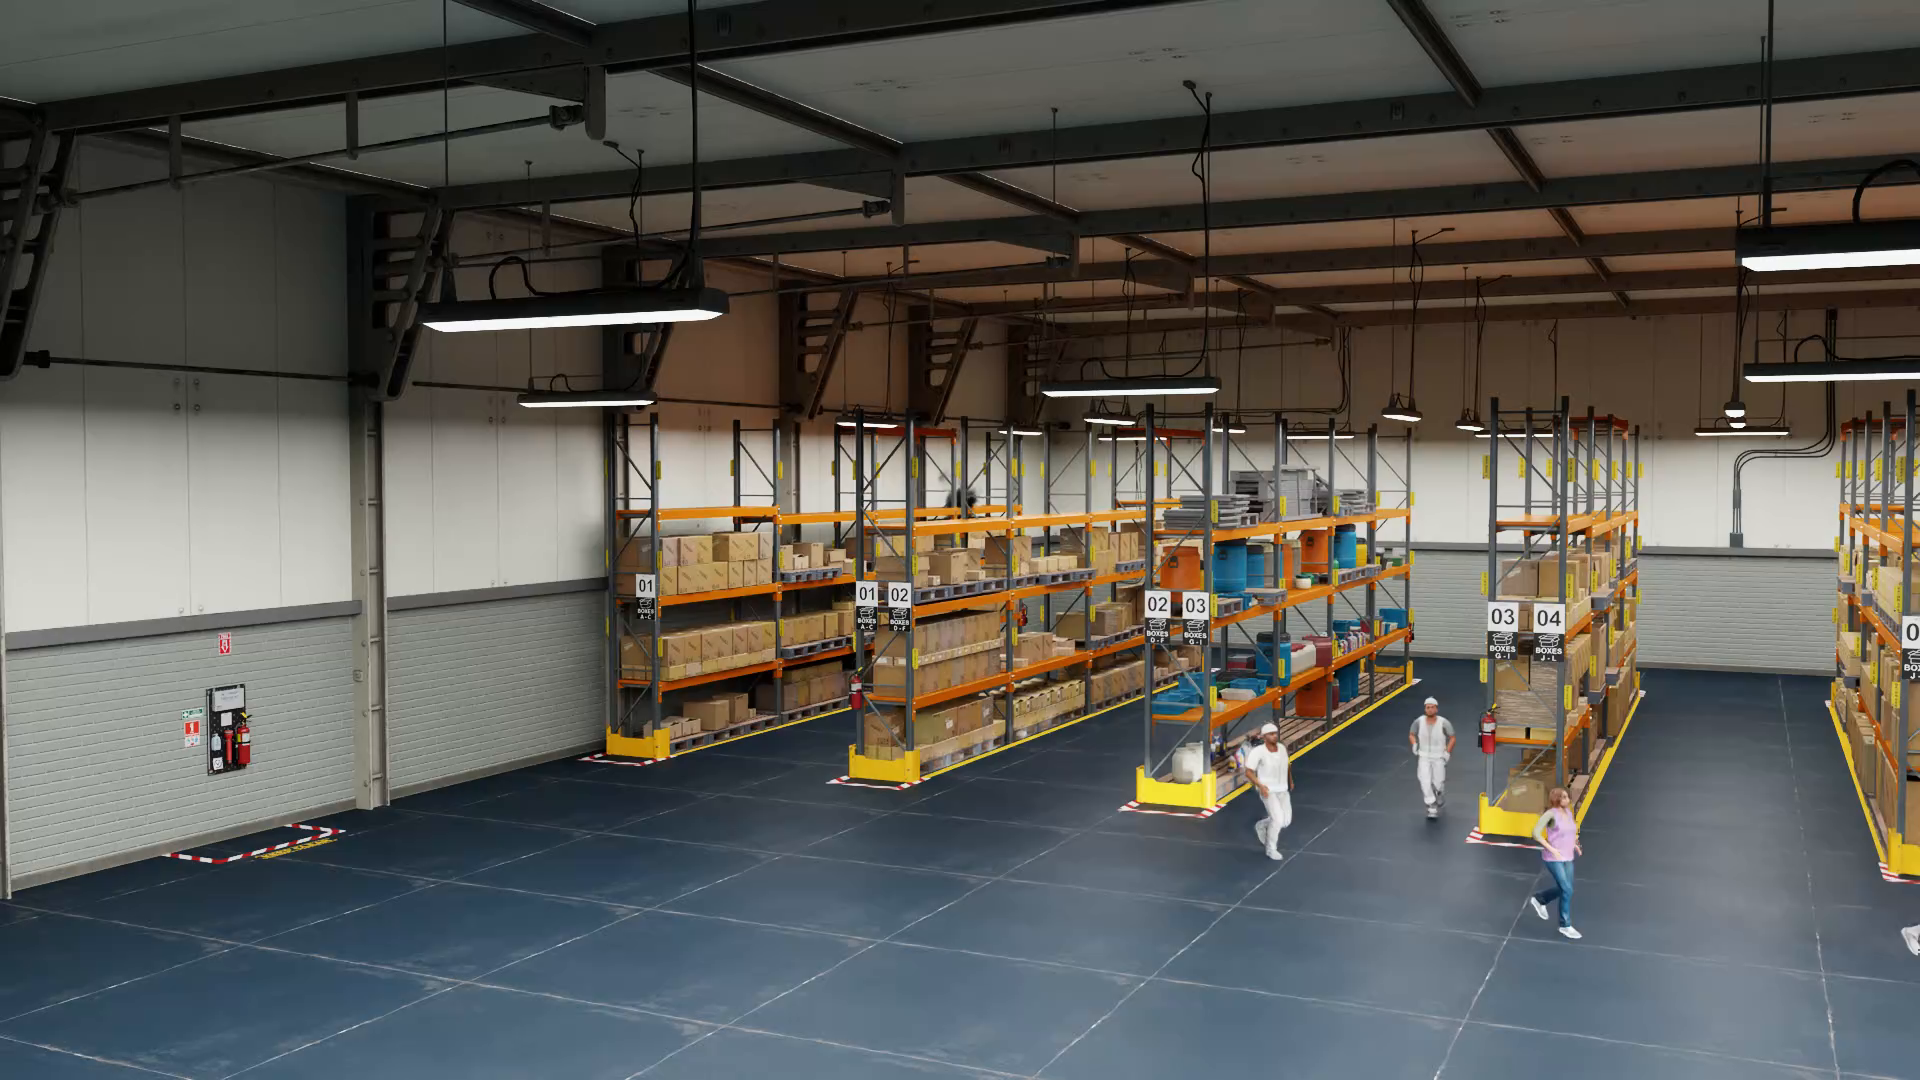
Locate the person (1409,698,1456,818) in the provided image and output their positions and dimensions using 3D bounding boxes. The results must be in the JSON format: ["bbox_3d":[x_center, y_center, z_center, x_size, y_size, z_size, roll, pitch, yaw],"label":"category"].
[{"bbox_3d":[6.771,3.131,23.890,0.660,1.746,0.618,1,3,27],"label":"person"}]

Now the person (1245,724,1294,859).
[{"bbox_3d":[4.014,3.235,21.572,0.693,1.732,0.561,-1,3,-30],"label":"person"}]

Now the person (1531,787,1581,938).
[{"bbox_3d":[6.433,3.505,18.003,0.550,1.497,0.675,-2,3,-33],"label":"person"}]

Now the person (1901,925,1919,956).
[{"bbox_3d":[9.813,3.480,16.518,0.613,1.665,0.779,-1,3,-31],"label":"person"}]
